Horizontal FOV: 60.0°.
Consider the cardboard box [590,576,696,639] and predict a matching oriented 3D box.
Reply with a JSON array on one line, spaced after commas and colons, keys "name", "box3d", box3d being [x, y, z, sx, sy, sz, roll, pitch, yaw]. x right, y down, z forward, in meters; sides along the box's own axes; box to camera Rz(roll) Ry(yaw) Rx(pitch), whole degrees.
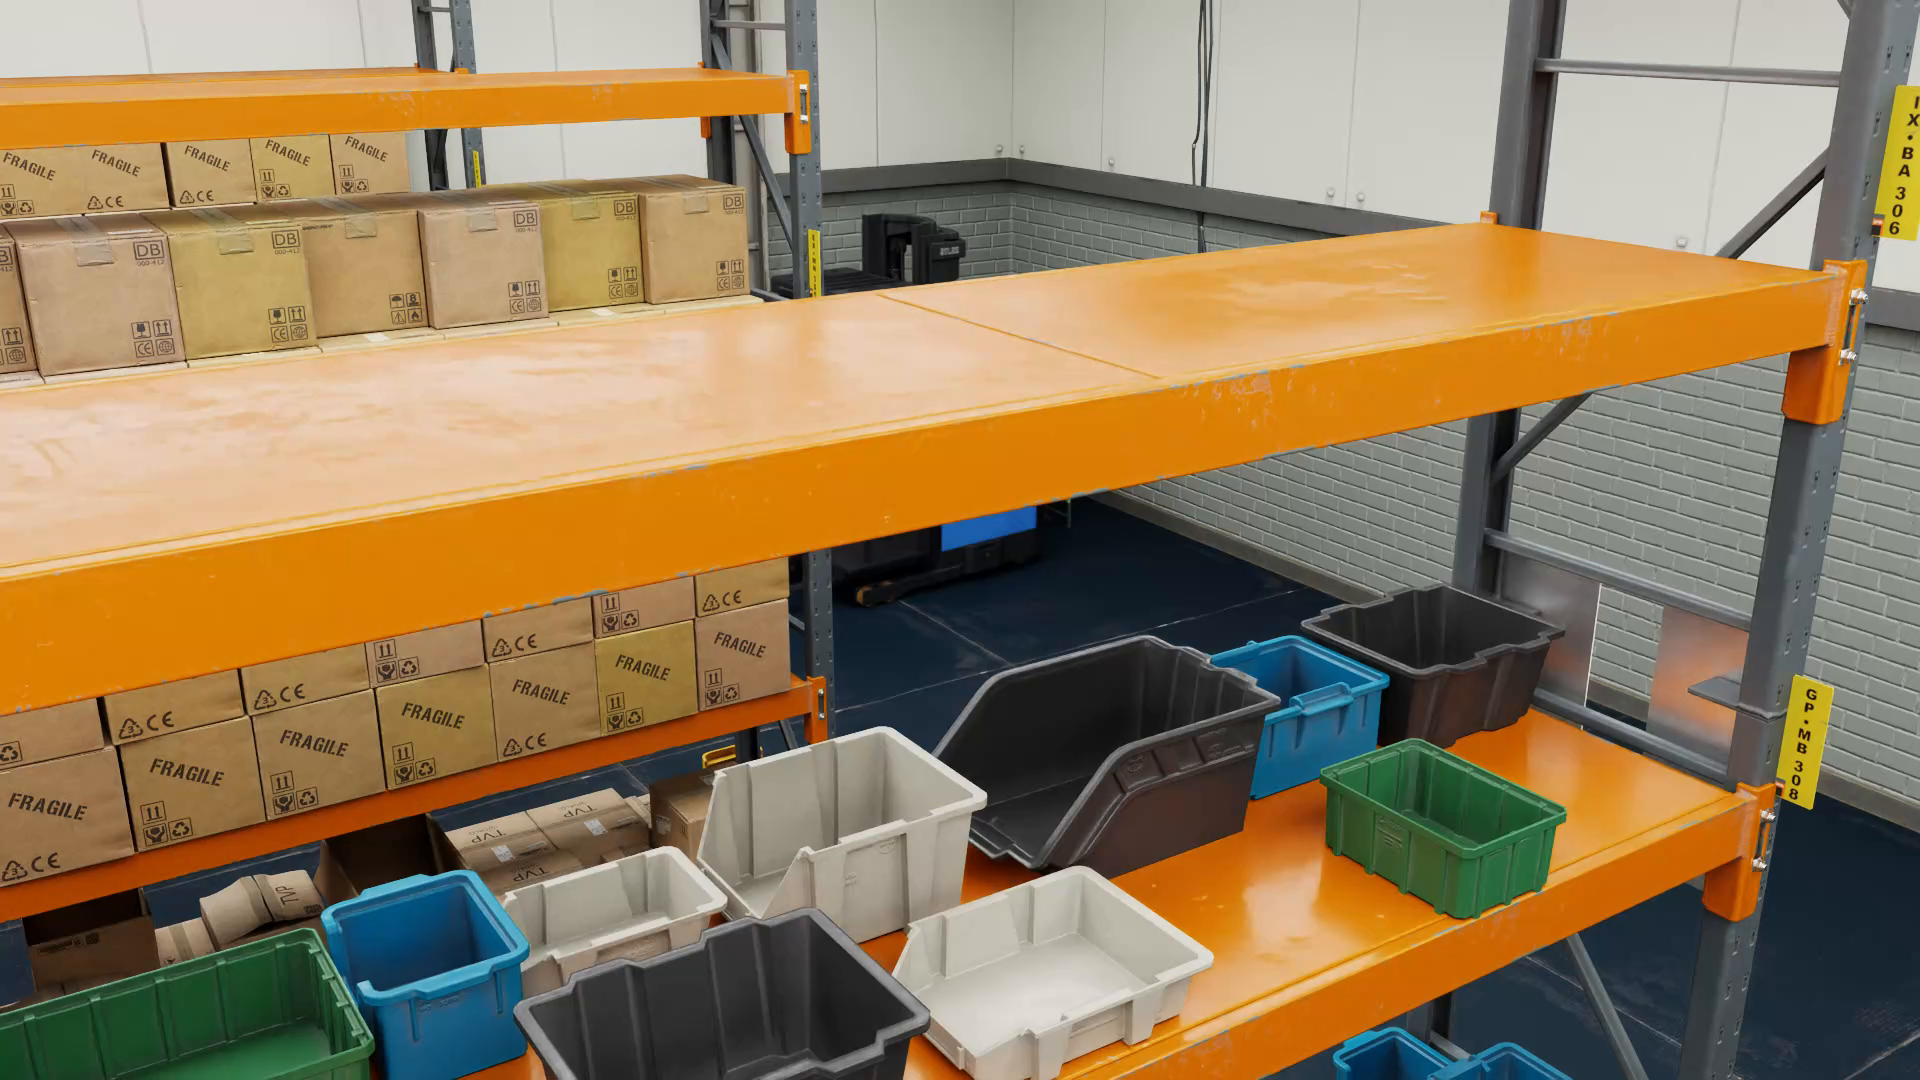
[{"name": "cardboard box", "box3d": [-1.613, 0.118, 7.996, 0.500, 0.500, 0.500, -11, 22, -30]}]

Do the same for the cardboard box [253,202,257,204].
[{"name": "cardboard box", "box3d": [-4.599, -2.231, 11.400, 0.500, 0.250, 0.500, -13, 23, -33]}]

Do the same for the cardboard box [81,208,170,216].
[{"name": "cardboard box", "box3d": [-5.460, -2.048, 10.858, 0.500, 0.250, 0.500, -13, 22, -33]}]

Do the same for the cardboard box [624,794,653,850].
[{"name": "cardboard box", "box3d": [-1.719, 1.557, 9.193, 0.250, 0.166, 0.380, -12, 22, -31]}]

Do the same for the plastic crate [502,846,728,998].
[{"name": "plastic crate", "box3d": [-0.738, 0.806, 3.406, 0.466, 0.136, 0.293, -12, 22, -31]}]

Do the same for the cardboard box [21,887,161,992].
[{"name": "cardboard box", "box3d": [-3.992, 1.901, 7.653, 0.500, 0.500, 0.500, -12, 22, -31]}]

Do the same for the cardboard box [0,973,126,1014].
[{"name": "cardboard box", "box3d": [-3.843, 2.151, 7.209, 0.500, 0.311, 0.500, -12, 22, -31]}]

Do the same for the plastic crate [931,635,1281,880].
[{"name": "plastic crate", "box3d": [0.323, 0.527, 3.916, 0.767, 0.338, 0.504, -12, 22, -31]}]

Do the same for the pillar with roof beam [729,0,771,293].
[{"name": "pillar with roof beam", "box3d": [0.448, -3.324, 10.527, 0.400, 9.000, 9.100, -12, 22, -31]}]

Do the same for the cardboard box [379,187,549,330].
[{"name": "cardboard box", "box3d": [-2.214, -1.268, 7.410, 0.500, 0.500, 0.700, -12, 22, -31]}]

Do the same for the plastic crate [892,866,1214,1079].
[{"name": "plastic crate", "box3d": [0.160, 0.857, 3.254, 0.530, 0.136, 0.437, -12, 22, -31]}]

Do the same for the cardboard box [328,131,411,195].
[{"name": "cardboard box", "box3d": [-4.160, -2.677, 11.546, 0.500, 0.500, 0.500, -12, 22, -32]}]

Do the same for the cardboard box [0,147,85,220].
[{"name": "cardboard box", "box3d": [-5.864, -2.317, 10.481, 0.500, 0.500, 0.500, -12, 22, -33]}]

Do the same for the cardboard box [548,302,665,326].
[{"name": "cardboard box", "box3d": [-1.678, -0.943, 7.619, 0.500, 0.250, 0.500, -12, 22, -31]}]

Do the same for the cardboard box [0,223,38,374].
[{"name": "cardboard box", "box3d": [-3.927, -0.936, 6.429, 0.500, 0.500, 0.700, -12, 22, -31]}]

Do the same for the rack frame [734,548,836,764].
[{"name": "rack frame", "box3d": [-0.971, 0.397, 8.886, 0.127, 3.000, 1.000, -12, 22, -31]}]

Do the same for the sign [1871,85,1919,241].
[{"name": "sign", "box3d": [2.066, -0.822, 3.629, 0.005, 0.325, 0.100, -12, 22, -31]}]

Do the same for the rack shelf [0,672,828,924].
[{"name": "rack shelf", "box3d": [-2.642, 1.090, 7.959, 4.000, 0.370, 1.077, -12, 22, -31]}]

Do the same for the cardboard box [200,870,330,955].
[{"name": "cardboard box", "box3d": [-3.366, 1.859, 8.074, 0.500, 0.311, 0.500, -12, 22, -31]}]

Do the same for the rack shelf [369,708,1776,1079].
[{"name": "rack shelf", "box3d": [0.079, 0.995, 3.558, 4.000, 0.370, 1.077, -12, 22, -31]}]

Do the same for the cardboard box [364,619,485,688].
[{"name": "cardboard box", "box3d": [-2.473, 0.301, 7.455, 0.500, 0.500, 0.500, -11, 22, -30]}]

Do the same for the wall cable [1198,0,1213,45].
[{"name": "wall cable", "box3d": [2.709, -4.868, 12.054, 0.112, 2.526, 3.097, -12, 22, -31]}]

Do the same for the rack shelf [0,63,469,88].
[{"name": "rack shelf", "box3d": [-5.369, -2.886, 10.979, 4.000, 0.370, 1.077, -12, 22, -31]}]

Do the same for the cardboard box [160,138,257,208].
[{"name": "cardboard box", "box3d": [-5.015, -2.497, 11.016, 0.500, 0.500, 0.500, -13, 23, -34]}]

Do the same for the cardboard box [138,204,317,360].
[{"name": "cardboard box", "box3d": [-3.017, -1.076, 6.842, 0.500, 0.500, 0.700, -12, 22, -31]}]

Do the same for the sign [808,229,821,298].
[{"name": "sign", "box3d": [-0.683, -1.291, 7.814, 0.005, 0.325, 0.100, -12, 22, -31]}]

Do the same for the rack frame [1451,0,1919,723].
[{"name": "rack frame", "box3d": [1.750, -1.119, 4.004, 0.127, 3.000, 1.000, -12, 22, -31]}]

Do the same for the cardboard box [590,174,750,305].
[{"name": "cardboard box", "box3d": [-1.391, -1.450, 7.949, 0.500, 0.500, 0.700, -12, 22, -31]}]

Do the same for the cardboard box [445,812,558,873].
[{"name": "cardboard box", "box3d": [-2.417, 1.688, 8.676, 0.500, 0.250, 0.500, -12, 22, -31]}]

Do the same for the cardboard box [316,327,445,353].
[{"name": "cardboard box", "box3d": [-2.511, -0.766, 7.096, 0.500, 0.250, 0.500, -12, 22, -31]}]

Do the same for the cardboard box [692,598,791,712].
[{"name": "cardboard box", "box3d": [-1.196, 0.502, 8.421, 0.500, 0.500, 0.500, -11, 22, -30]}]

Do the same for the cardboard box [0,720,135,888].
[{"name": "cardboard box", "box3d": [-3.737, 1.038, 6.836, 0.500, 0.500, 0.500, -11, 22, -30]}]

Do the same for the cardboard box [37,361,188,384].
[{"name": "cardboard box", "box3d": [-3.353, -0.593, 6.584, 0.500, 0.250, 0.500, -12, 22, -31]}]

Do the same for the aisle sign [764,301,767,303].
[{"name": "aisle sign", "box3d": [-1.076, -0.925, 8.737, 0.004, 0.787, 0.394, -12, 22, -31]}]

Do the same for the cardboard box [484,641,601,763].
[{"name": "cardboard box", "box3d": [-2.047, 0.680, 7.892, 0.500, 0.500, 0.500, -12, 22, -31]}]

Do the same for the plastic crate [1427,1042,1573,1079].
[{"name": "plastic crate", "box3d": [1.573, 1.787, 4.627, 0.499, 0.435, 0.616, -12, 22, -31]}]

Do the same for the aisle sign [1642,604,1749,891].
[{"name": "aisle sign", "box3d": [1.971, 0.557, 4.354, 0.004, 0.787, 0.394, -12, 22, -31]}]

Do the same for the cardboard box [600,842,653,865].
[{"name": "cardboard box", "box3d": [-1.678, 1.740, 8.651, 0.250, 0.166, 0.380, -12, 22, -31]}]

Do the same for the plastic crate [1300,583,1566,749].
[{"name": "plastic crate", "box3d": [1.275, 0.357, 4.525, 0.590, 0.269, 0.497, -12, 22, -31]}]

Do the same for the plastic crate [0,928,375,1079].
[{"name": "plastic crate", "box3d": [-1.403, 0.951, 2.894, 0.662, 0.188, 0.450, -12, 22, -31]}]

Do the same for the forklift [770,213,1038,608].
[{"name": "forklift", "box3d": [-0.815, -1.043, 13.255, 3.031, 2.935, 1.130, -14, 23, -35]}]

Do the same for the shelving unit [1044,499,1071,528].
[{"name": "shelving unit", "box3d": [0.577, -0.813, 14.808, 0.755, 1.500, 0.431, -11, 22, -30]}]

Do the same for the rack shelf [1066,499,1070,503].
[{"name": "rack shelf", "box3d": [0.577, -0.504, 14.912, 0.720, 0.370, 0.431, -11, 22, -30]}]

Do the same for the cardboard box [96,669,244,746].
[{"name": "cardboard box", "box3d": [-3.333, 0.482, 6.918, 0.500, 0.500, 0.500, -13, 22, -33]}]

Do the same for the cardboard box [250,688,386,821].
[{"name": "cardboard box", "box3d": [-2.892, 0.859, 7.364, 0.500, 0.500, 0.500, -12, 22, -32]}]
